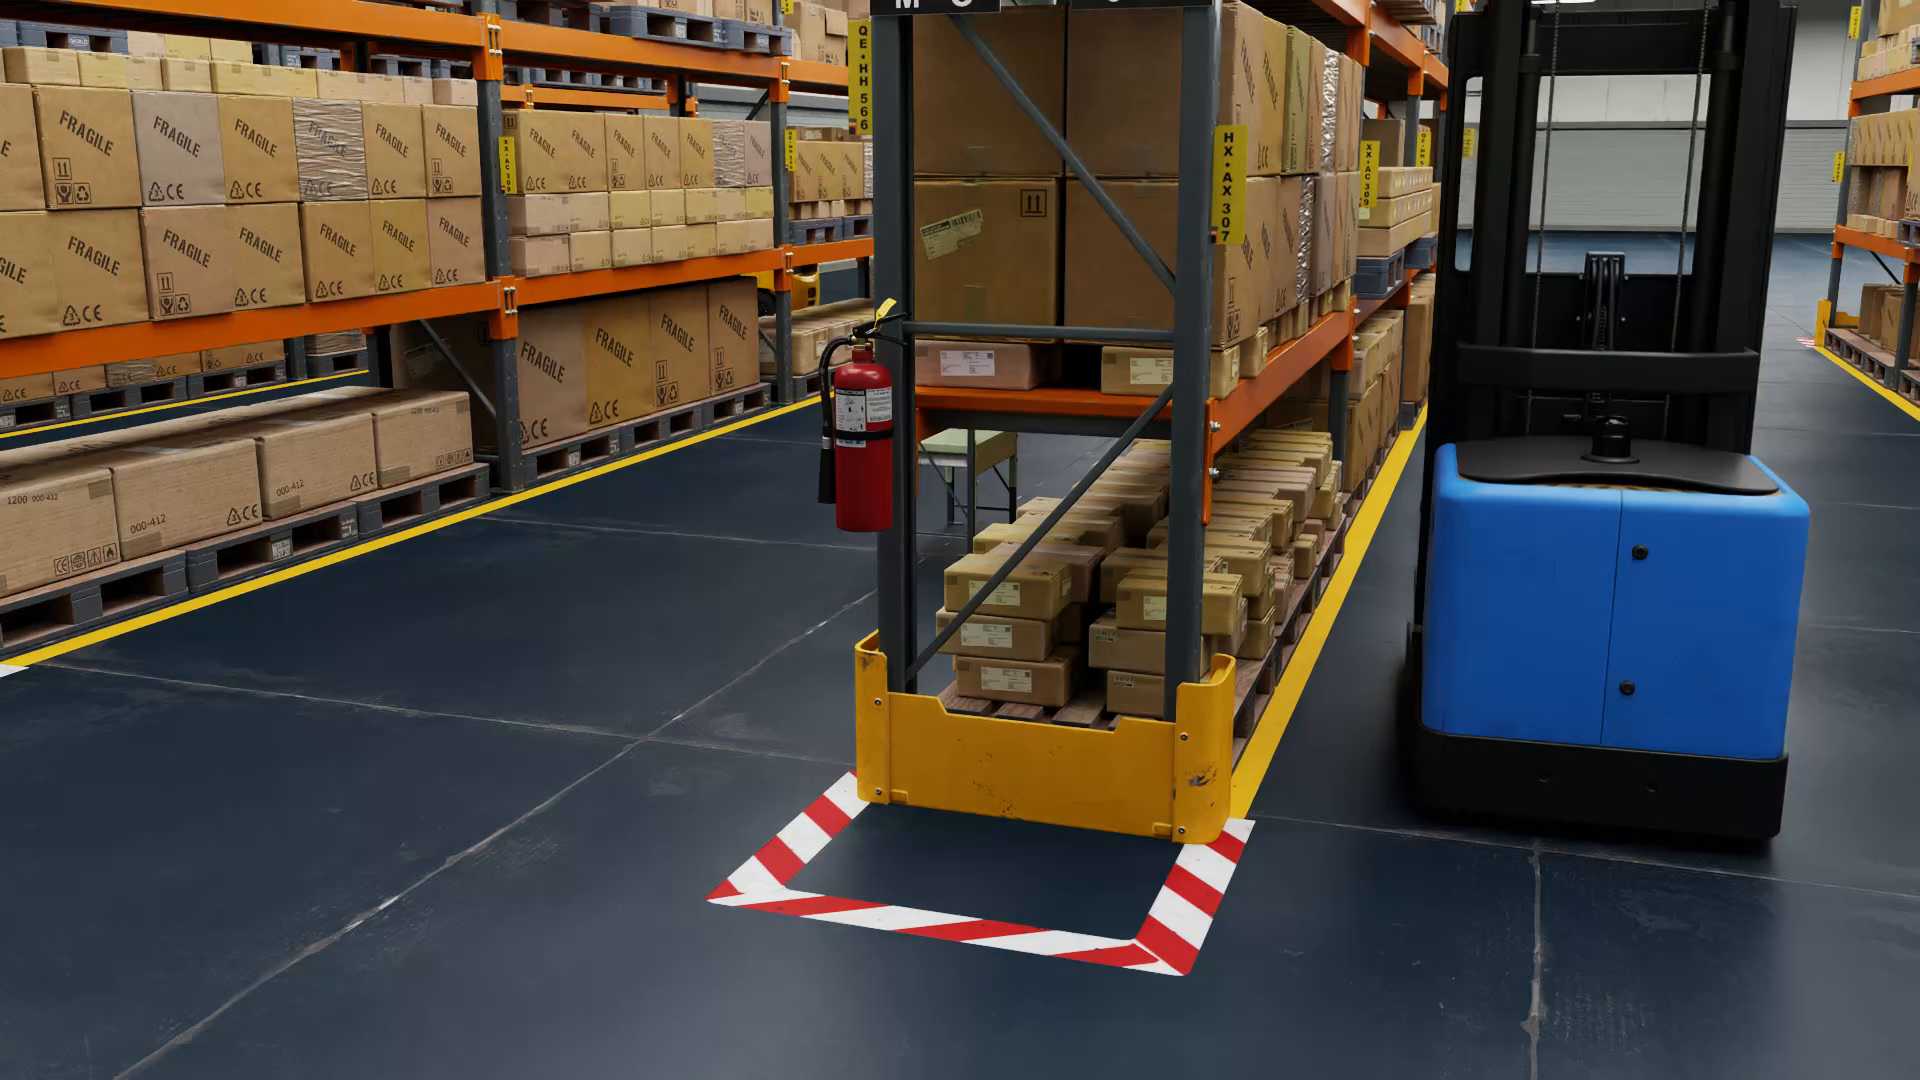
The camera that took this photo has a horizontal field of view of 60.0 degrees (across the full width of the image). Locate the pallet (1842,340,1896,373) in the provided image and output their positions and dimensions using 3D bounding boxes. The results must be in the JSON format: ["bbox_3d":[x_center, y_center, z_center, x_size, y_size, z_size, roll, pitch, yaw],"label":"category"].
[{"bbox_3d":[9.354,-1.797,16.388,1.003,0.211,1.213,4,14,18],"label":"pallet"}]

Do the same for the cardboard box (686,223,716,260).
[{"bbox_3d":[-2.140,-2.215,12.286,0.500,0.250,0.500,4,14,18],"label":"cardboard box"}]

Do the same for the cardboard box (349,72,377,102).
[{"bbox_3d":[-3.329,-2.395,8.810,0.380,0.149,0.250,4,14,18],"label":"cardboard box"}]

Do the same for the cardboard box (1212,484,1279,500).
[{"bbox_3d":[1.123,-0.136,6.969,0.380,0.149,0.250,4,14,19],"label":"cardboard box"}]

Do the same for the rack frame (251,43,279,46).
[{"bbox_3d":[-6.592,-5.908,14.649,1.000,3.000,0.127,4,14,18],"label":"rack frame"}]

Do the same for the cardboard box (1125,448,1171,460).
[{"bbox_3d":[0.978,-0.329,7.816,0.380,0.149,0.250,4,13,17],"label":"cardboard box"}]

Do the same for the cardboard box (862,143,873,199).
[{"bbox_3d":[-1.033,-3.430,15.439,0.500,0.500,0.500,4,13,16],"label":"cardboard box"}]

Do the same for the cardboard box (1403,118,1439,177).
[{"bbox_3d":[4.269,-3.808,16.168,0.875,0.550,0.550,4,14,18],"label":"cardboard box"}]

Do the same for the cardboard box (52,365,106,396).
[{"bbox_3d":[-7.188,-1.430,13.186,0.500,0.500,0.500,4,13,17],"label":"cardboard box"}]

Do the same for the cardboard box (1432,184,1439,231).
[{"bbox_3d":[3.874,-2.840,14.466,0.500,0.500,0.500,5,14,19],"label":"cardboard box"}]

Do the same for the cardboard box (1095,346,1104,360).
[{"bbox_3d":[0.316,-0.732,6.020,0.380,0.149,0.250,5,14,20],"label":"cardboard box"}]

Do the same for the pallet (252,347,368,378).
[{"bbox_3d":[-6.288,-1.794,16.374,1.003,0.211,1.213,4,14,18],"label":"pallet"}]

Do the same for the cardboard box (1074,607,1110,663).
[{"bbox_3d":[0.362,0.342,6.213,0.380,0.149,0.250,4,14,18],"label":"cardboard box"}]

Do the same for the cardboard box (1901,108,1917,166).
[{"bbox_3d":[8.663,-3.551,14.664,0.500,0.500,0.500,4,14,18],"label":"cardboard box"}]

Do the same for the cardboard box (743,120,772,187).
[{"bbox_3d":[-1.814,-3.035,13.072,0.500,0.500,0.500,4,13,17],"label":"cardboard box"}]

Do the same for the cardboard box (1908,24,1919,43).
[{"bbox_3d":[8.846,-4.597,15.086,0.380,0.149,0.250,4,13,17],"label":"cardboard box"}]

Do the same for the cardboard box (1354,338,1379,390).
[{"bbox_3d":[2.187,-1.050,9.834,0.500,0.250,0.500,5,14,20],"label":"cardboard box"}]

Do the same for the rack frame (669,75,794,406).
[{"bbox_3d":[-1.894,-2.626,13.754,1.000,3.000,0.127,4,14,18],"label":"rack frame"}]

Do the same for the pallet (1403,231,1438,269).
[{"bbox_3d":[2.693,-2.040,11.616,1.213,0.211,1.003,4,14,18],"label":"pallet"}]

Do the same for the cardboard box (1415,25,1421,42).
[{"bbox_3d":[2.878,-3.664,11.334,0.500,0.500,0.500,4,14,18],"label":"cardboard box"}]

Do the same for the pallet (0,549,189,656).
[{"bbox_3d":[-4.298,0.244,7.447,1.003,0.211,1.213,4,14,18],"label":"pallet"}]

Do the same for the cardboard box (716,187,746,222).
[{"bbox_3d":[-1.972,-2.568,12.714,0.500,0.250,0.500,4,13,17],"label":"cardboard box"}]

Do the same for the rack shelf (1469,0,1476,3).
[{"bbox_3d":[4.764,-5.934,17.278,1.077,0.370,4.000,4,14,18],"label":"rack shelf"}]

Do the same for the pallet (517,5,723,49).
[{"bbox_3d":[-2.411,-3.622,11.798,1.003,0.211,1.213,5,14,21],"label":"pallet"}]

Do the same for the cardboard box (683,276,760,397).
[{"bbox_3d":[-2.196,-1.656,13.333,0.875,0.875,0.875,4,14,18],"label":"cardboard box"}]

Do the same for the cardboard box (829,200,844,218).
[{"bbox_3d":[-1.249,-2.932,14.712,0.380,0.149,0.250,4,14,19],"label":"cardboard box"}]

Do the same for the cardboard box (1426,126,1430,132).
[{"bbox_3d":[3.962,-3.565,15.393,0.700,0.500,0.500,4,13,17],"label":"cardboard box"}]

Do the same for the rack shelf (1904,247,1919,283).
[{"bbox_3d":[8.130,-1.983,12.553,1.077,0.370,4.000,4,14,18],"label":"rack shelf"}]

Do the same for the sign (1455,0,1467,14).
[{"bbox_3d":[4.633,-4.964,15.387,0.100,0.325,0.005,4,14,18],"label":"sign"}]

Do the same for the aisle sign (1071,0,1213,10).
[{"bbox_3d":[0.494,-1.837,4.454,0.394,0.787,0.004,4,14,18],"label":"aisle sign"}]

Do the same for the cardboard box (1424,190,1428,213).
[{"bbox_3d":[2.926,-2.270,11.144,0.380,0.149,0.250,5,14,20],"label":"cardboard box"}]

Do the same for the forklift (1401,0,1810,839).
[{"bbox_3d":[2.287,-0.837,6.069,1.130,2.935,3.031,3,13,15],"label":"forklift"}]

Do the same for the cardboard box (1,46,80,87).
[{"bbox_3d":[-3.895,-1.956,6.887,0.380,0.149,0.250,5,14,20],"label":"cardboard box"}]

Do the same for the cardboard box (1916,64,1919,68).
[{"bbox_3d":[8.678,-4.259,14.504,0.500,0.250,0.500,5,14,21],"label":"cardboard box"}]

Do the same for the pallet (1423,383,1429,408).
[{"bbox_3d":[3.546,-1.348,14.421,1.003,0.211,1.213,4,14,18],"label":"pallet"}]

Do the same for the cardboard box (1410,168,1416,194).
[{"bbox_3d":[2.509,-2.143,9.922,0.380,0.149,0.250,5,14,20],"label":"cardboard box"}]

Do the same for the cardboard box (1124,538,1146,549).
[{"bbox_3d":[0.557,0.029,6.912,0.380,0.149,0.250,5,14,21],"label":"cardboard box"}]

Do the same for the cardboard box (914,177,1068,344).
[{"bbox_3d":[0.136,-0.914,5.357,0.500,0.500,0.500,5,14,20],"label":"cardboard box"}]

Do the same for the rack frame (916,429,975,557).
[{"bbox_3d":[-0.116,-0.656,8.490,0.400,1.500,0.023,4,14,18],"label":"rack frame"}]

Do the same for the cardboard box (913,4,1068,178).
[{"bbox_3d":[0.147,-1.402,5.251,0.500,0.500,0.500,4,13,17],"label":"cardboard box"}]

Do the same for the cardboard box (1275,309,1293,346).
[{"bbox_3d":[1.106,-0.861,6.584,0.380,0.149,0.250,5,14,20],"label":"cardboard box"}]

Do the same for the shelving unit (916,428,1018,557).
[{"bbox_3d":[0.002,-0.733,8.827,0.431,1.500,0.755,4,14,18],"label":"shelving unit"}]

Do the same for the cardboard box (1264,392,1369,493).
[{"bbox_3d":[2.019,-0.572,9.425,0.500,0.500,0.500,5,14,21],"label":"cardboard box"}]

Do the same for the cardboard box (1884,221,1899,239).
[{"bbox_3d":[8.772,-2.860,15.342,0.380,0.149,0.250,4,14,18],"label":"cardboard box"}]

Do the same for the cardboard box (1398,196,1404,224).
[{"bbox_3d":[2.256,-1.835,9.240,0.380,0.149,0.250,5,14,20],"label":"cardboard box"}]

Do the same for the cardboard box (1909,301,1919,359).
[{"bbox_3d":[9.123,-1.944,15.436,0.500,0.500,0.500,10,16,36],"label":"cardboard box"}]

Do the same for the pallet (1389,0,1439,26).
[{"bbox_3d":[2.162,-3.161,9.776,1.213,0.211,1.003,4,14,18],"label":"pallet"}]

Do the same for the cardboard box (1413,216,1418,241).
[{"bbox_3d":[2.678,-1.967,10.485,0.380,0.149,0.250,5,14,20],"label":"cardboard box"}]

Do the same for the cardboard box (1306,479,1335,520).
[{"bbox_3d":[1.582,-0.204,7.936,0.380,0.149,0.250,4,13,16],"label":"cardboard box"}]

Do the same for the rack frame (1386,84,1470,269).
[{"bbox_3d":[5.411,-3.976,19.666,1.000,3.000,0.127,4,14,18],"label":"rack frame"}]

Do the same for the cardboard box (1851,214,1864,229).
[{"bbox_3d":[9.560,-3.329,17.397,0.380,0.149,0.250,4,14,18],"label":"cardboard box"}]

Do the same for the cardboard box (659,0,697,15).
[{"bbox_3d":[-2.190,-3.950,11.645,0.500,0.500,0.500,4,14,19],"label":"cardboard box"}]

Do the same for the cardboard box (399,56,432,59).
[{"bbox_3d":[-5.725,-5.193,17.652,0.380,0.149,0.250,4,14,18],"label":"cardboard box"}]

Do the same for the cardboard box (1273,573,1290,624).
[{"bbox_3d":[1.129,0.225,6.726,0.380,0.149,0.250,4,13,16],"label":"cardboard box"}]

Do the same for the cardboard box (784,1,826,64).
[{"bbox_3d":[-1.578,-4.336,14.280,0.700,0.500,0.500,4,14,18],"label":"cardboard box"}]

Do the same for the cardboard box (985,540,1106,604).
[{"bbox_3d":[0.301,0.110,5.892,0.380,0.149,0.250,5,14,19],"label":"cardboard box"}]

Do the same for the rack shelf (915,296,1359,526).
[{"bbox_3d":[0.881,-0.677,6.831,1.077,0.370,4.000,4,14,18],"label":"rack shelf"}]

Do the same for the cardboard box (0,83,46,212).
[{"bbox_3d":[-4.057,-1.559,6.605,0.500,0.500,0.500,4,13,17],"label":"cardboard box"}]
